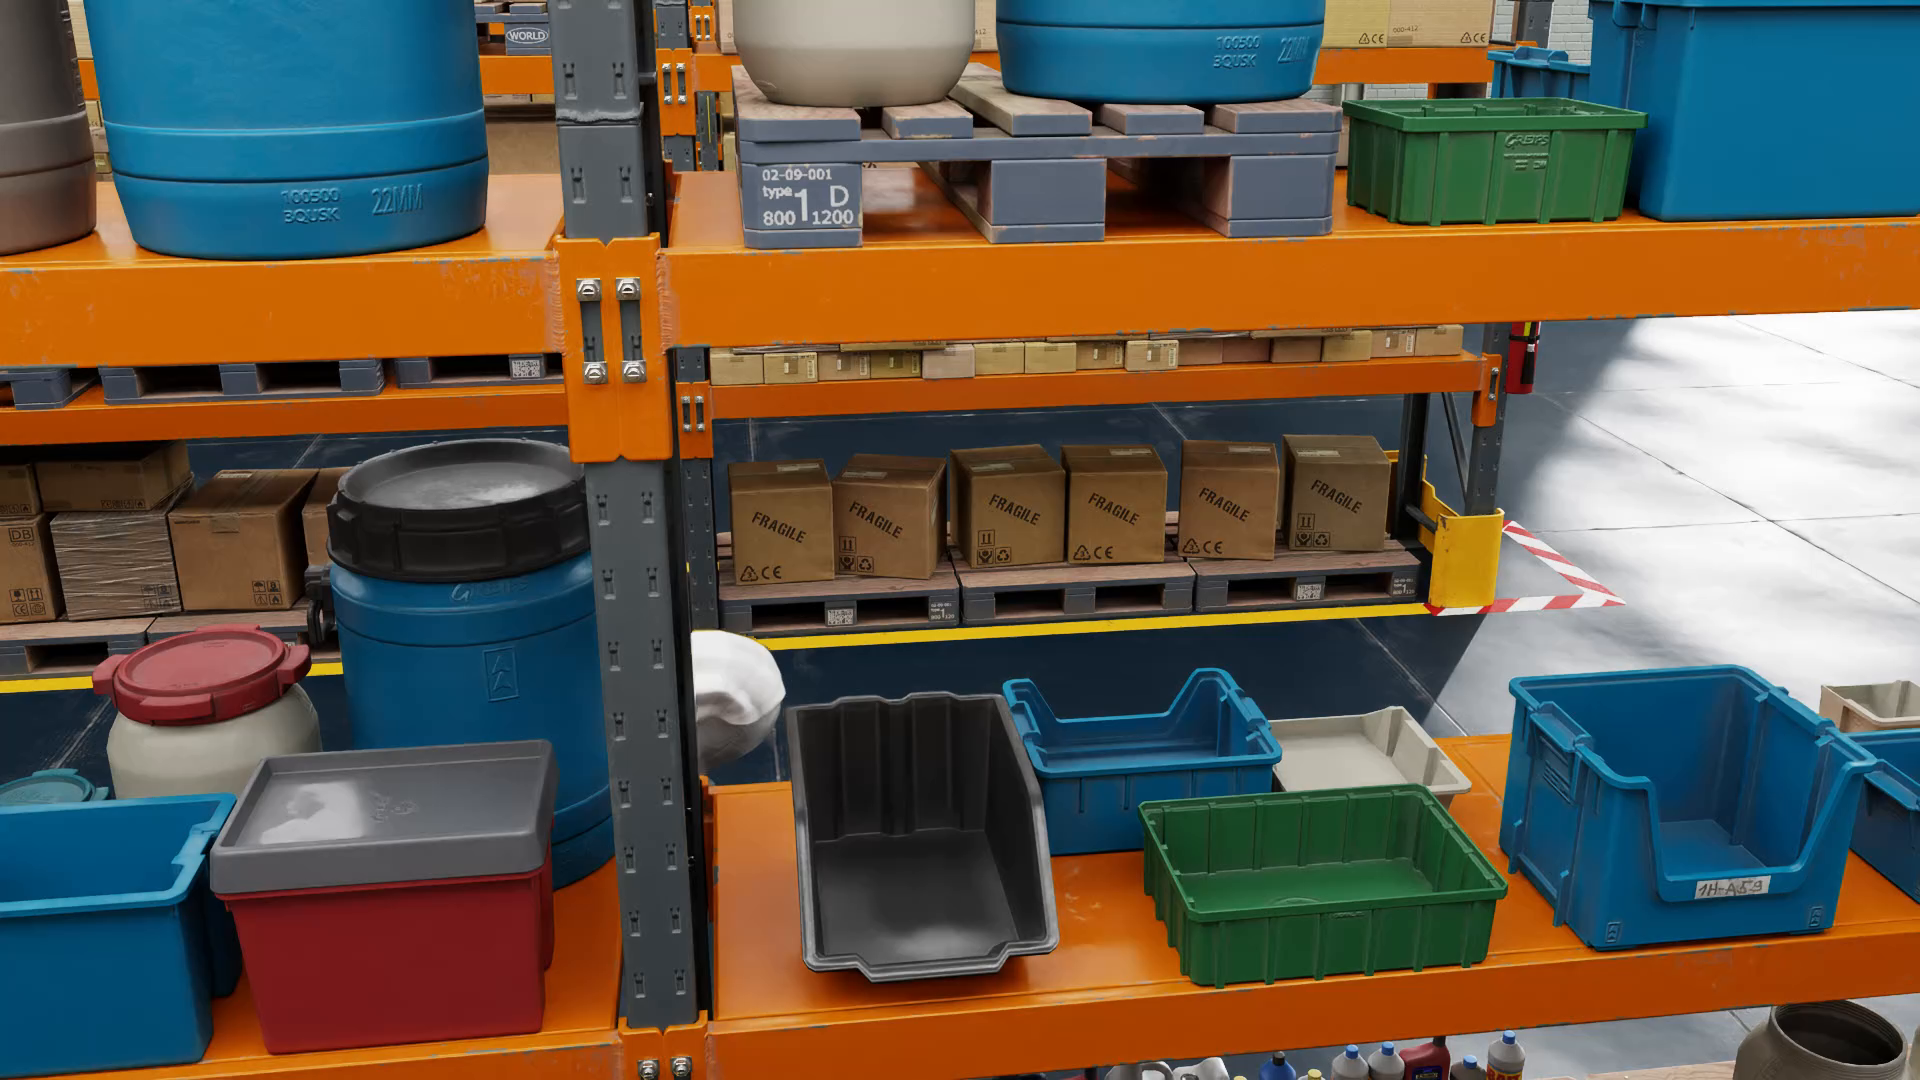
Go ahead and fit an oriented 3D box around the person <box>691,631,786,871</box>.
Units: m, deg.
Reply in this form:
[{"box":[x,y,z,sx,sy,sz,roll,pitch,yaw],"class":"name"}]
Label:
[{"box":[-1.139,0.801,6.101,1.000,0.915,0.505,-4,20,-10],"class":"person"}]
